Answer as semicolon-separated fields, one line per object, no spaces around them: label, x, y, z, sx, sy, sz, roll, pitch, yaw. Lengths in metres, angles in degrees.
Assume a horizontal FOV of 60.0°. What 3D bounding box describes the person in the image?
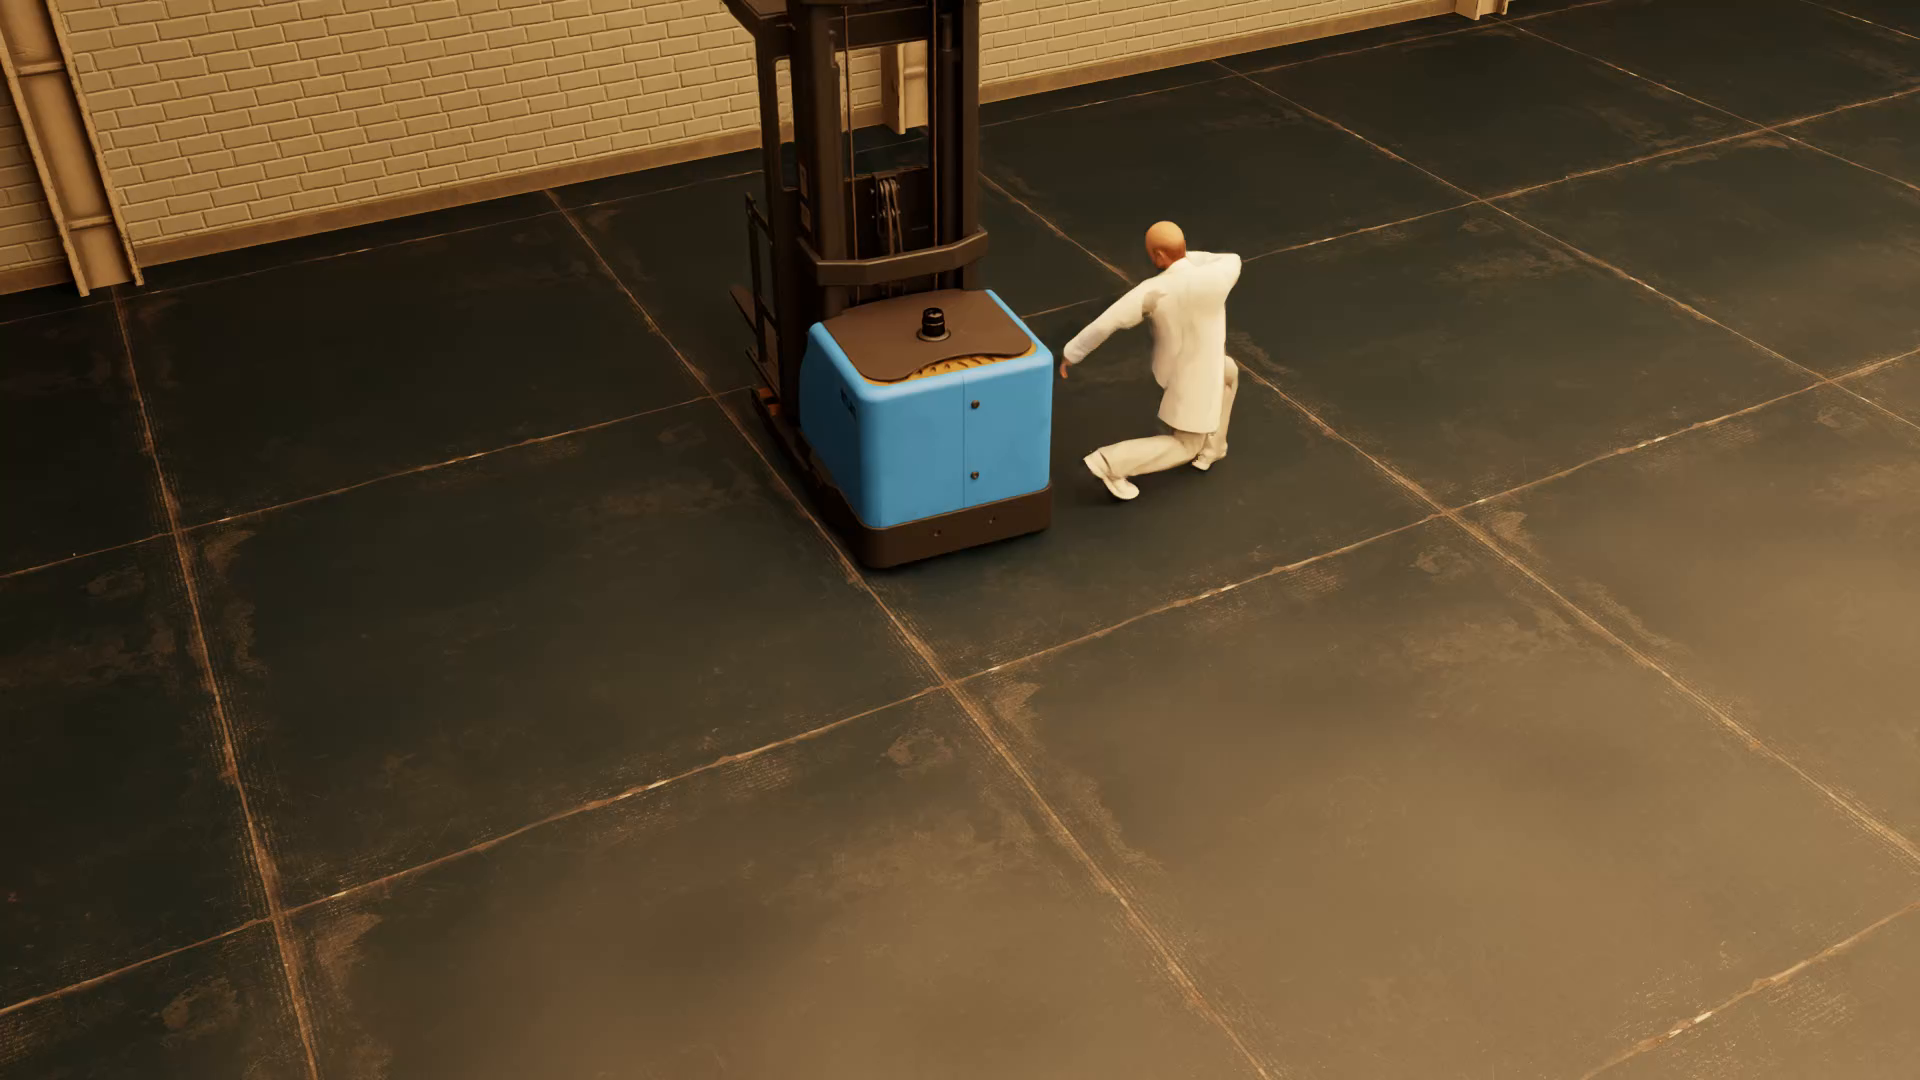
person;1.053;-0.969;8.795;1.011;1.543;0.780;-30;45;-35

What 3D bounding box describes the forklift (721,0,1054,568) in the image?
forklift;-0.565;-1.900;8.810;1.130;2.935;3.031;-14;37;-19
